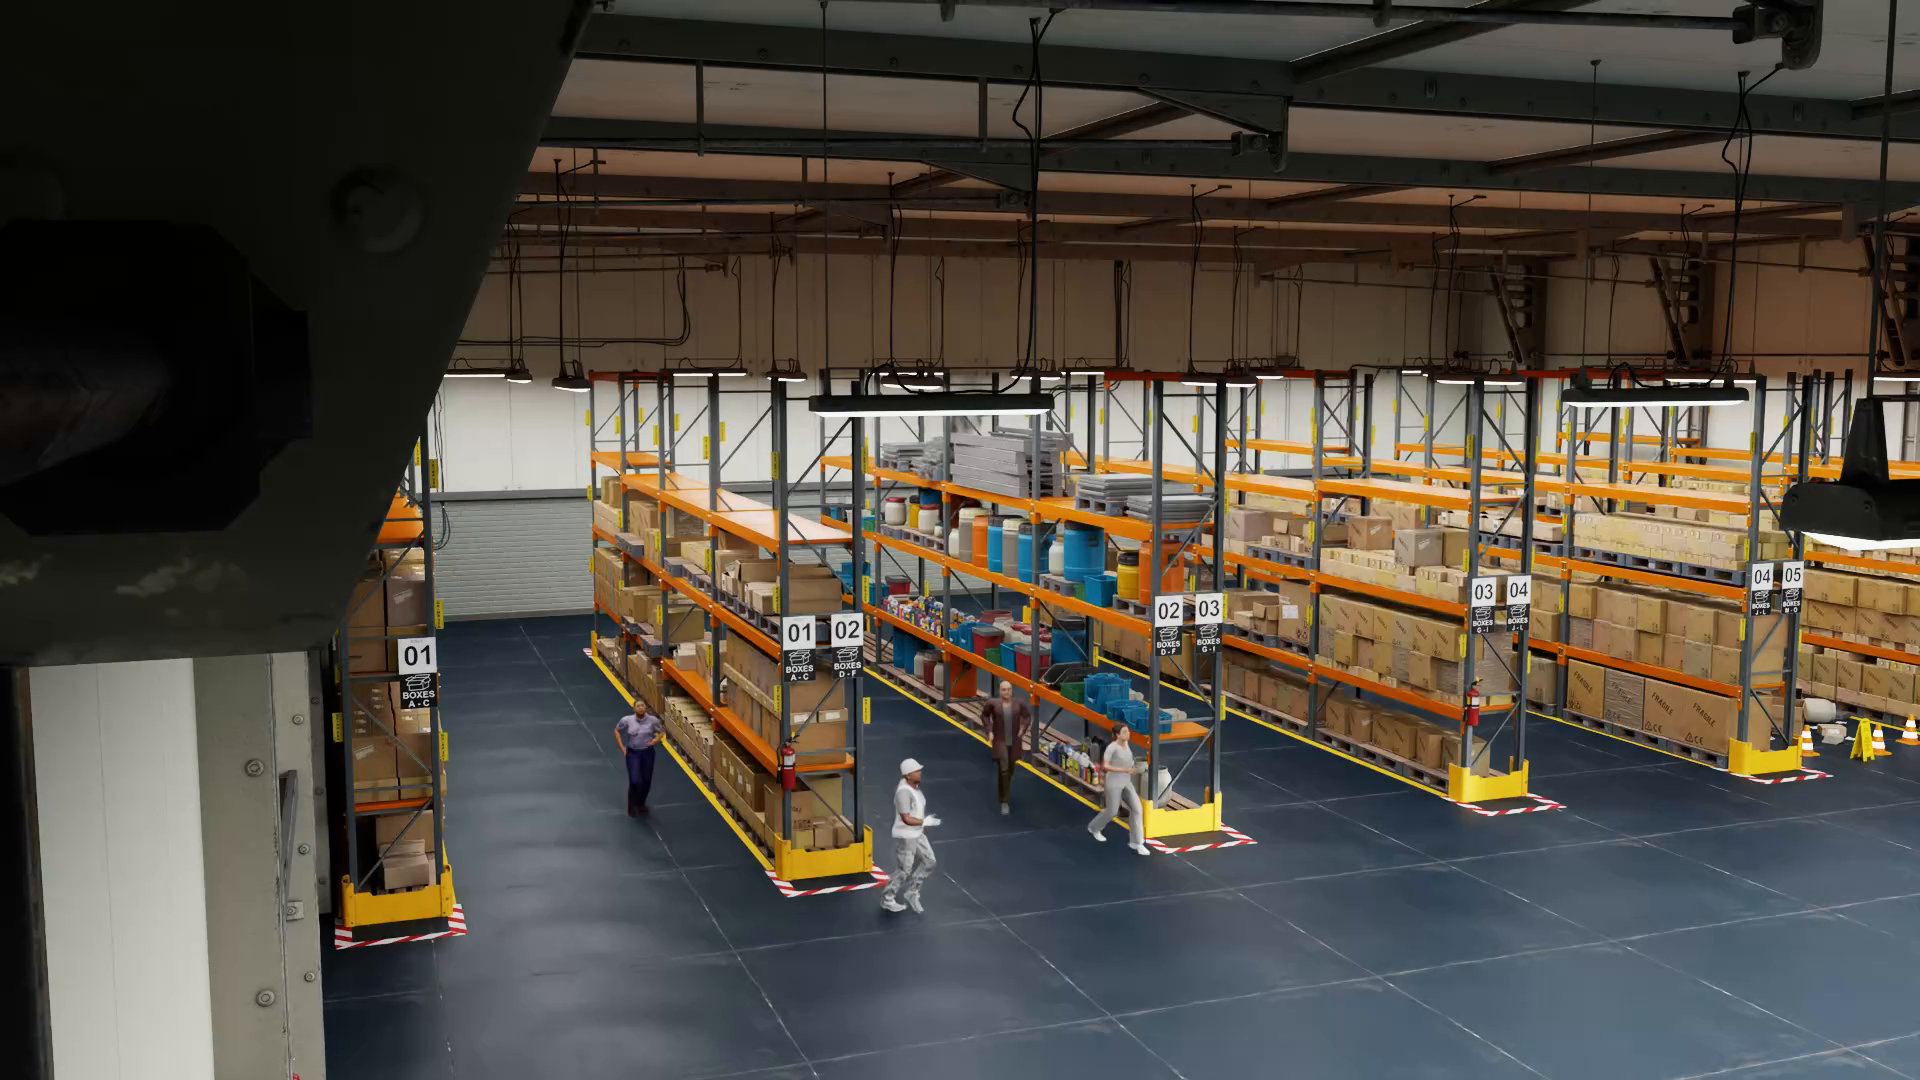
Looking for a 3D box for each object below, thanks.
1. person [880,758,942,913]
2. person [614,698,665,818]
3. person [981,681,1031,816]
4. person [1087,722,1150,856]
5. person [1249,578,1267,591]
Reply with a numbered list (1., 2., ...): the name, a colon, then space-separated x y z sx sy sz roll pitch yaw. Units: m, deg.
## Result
1. person: -0.543 3.367 18.831 0.718 1.825 0.707 1 7 12
2. person: -4.368 2.984 22.795 0.663 1.642 0.571 -2 7 -20
3. person: 0.650 2.855 23.268 0.695 1.824 0.917 -1 6 -10
4. person: 2.001 3.142 21.228 0.924 1.684 0.600 6 9 44
5. person: 7.420 0.877 41.224 0.714 1.801 0.682 2 7 20
